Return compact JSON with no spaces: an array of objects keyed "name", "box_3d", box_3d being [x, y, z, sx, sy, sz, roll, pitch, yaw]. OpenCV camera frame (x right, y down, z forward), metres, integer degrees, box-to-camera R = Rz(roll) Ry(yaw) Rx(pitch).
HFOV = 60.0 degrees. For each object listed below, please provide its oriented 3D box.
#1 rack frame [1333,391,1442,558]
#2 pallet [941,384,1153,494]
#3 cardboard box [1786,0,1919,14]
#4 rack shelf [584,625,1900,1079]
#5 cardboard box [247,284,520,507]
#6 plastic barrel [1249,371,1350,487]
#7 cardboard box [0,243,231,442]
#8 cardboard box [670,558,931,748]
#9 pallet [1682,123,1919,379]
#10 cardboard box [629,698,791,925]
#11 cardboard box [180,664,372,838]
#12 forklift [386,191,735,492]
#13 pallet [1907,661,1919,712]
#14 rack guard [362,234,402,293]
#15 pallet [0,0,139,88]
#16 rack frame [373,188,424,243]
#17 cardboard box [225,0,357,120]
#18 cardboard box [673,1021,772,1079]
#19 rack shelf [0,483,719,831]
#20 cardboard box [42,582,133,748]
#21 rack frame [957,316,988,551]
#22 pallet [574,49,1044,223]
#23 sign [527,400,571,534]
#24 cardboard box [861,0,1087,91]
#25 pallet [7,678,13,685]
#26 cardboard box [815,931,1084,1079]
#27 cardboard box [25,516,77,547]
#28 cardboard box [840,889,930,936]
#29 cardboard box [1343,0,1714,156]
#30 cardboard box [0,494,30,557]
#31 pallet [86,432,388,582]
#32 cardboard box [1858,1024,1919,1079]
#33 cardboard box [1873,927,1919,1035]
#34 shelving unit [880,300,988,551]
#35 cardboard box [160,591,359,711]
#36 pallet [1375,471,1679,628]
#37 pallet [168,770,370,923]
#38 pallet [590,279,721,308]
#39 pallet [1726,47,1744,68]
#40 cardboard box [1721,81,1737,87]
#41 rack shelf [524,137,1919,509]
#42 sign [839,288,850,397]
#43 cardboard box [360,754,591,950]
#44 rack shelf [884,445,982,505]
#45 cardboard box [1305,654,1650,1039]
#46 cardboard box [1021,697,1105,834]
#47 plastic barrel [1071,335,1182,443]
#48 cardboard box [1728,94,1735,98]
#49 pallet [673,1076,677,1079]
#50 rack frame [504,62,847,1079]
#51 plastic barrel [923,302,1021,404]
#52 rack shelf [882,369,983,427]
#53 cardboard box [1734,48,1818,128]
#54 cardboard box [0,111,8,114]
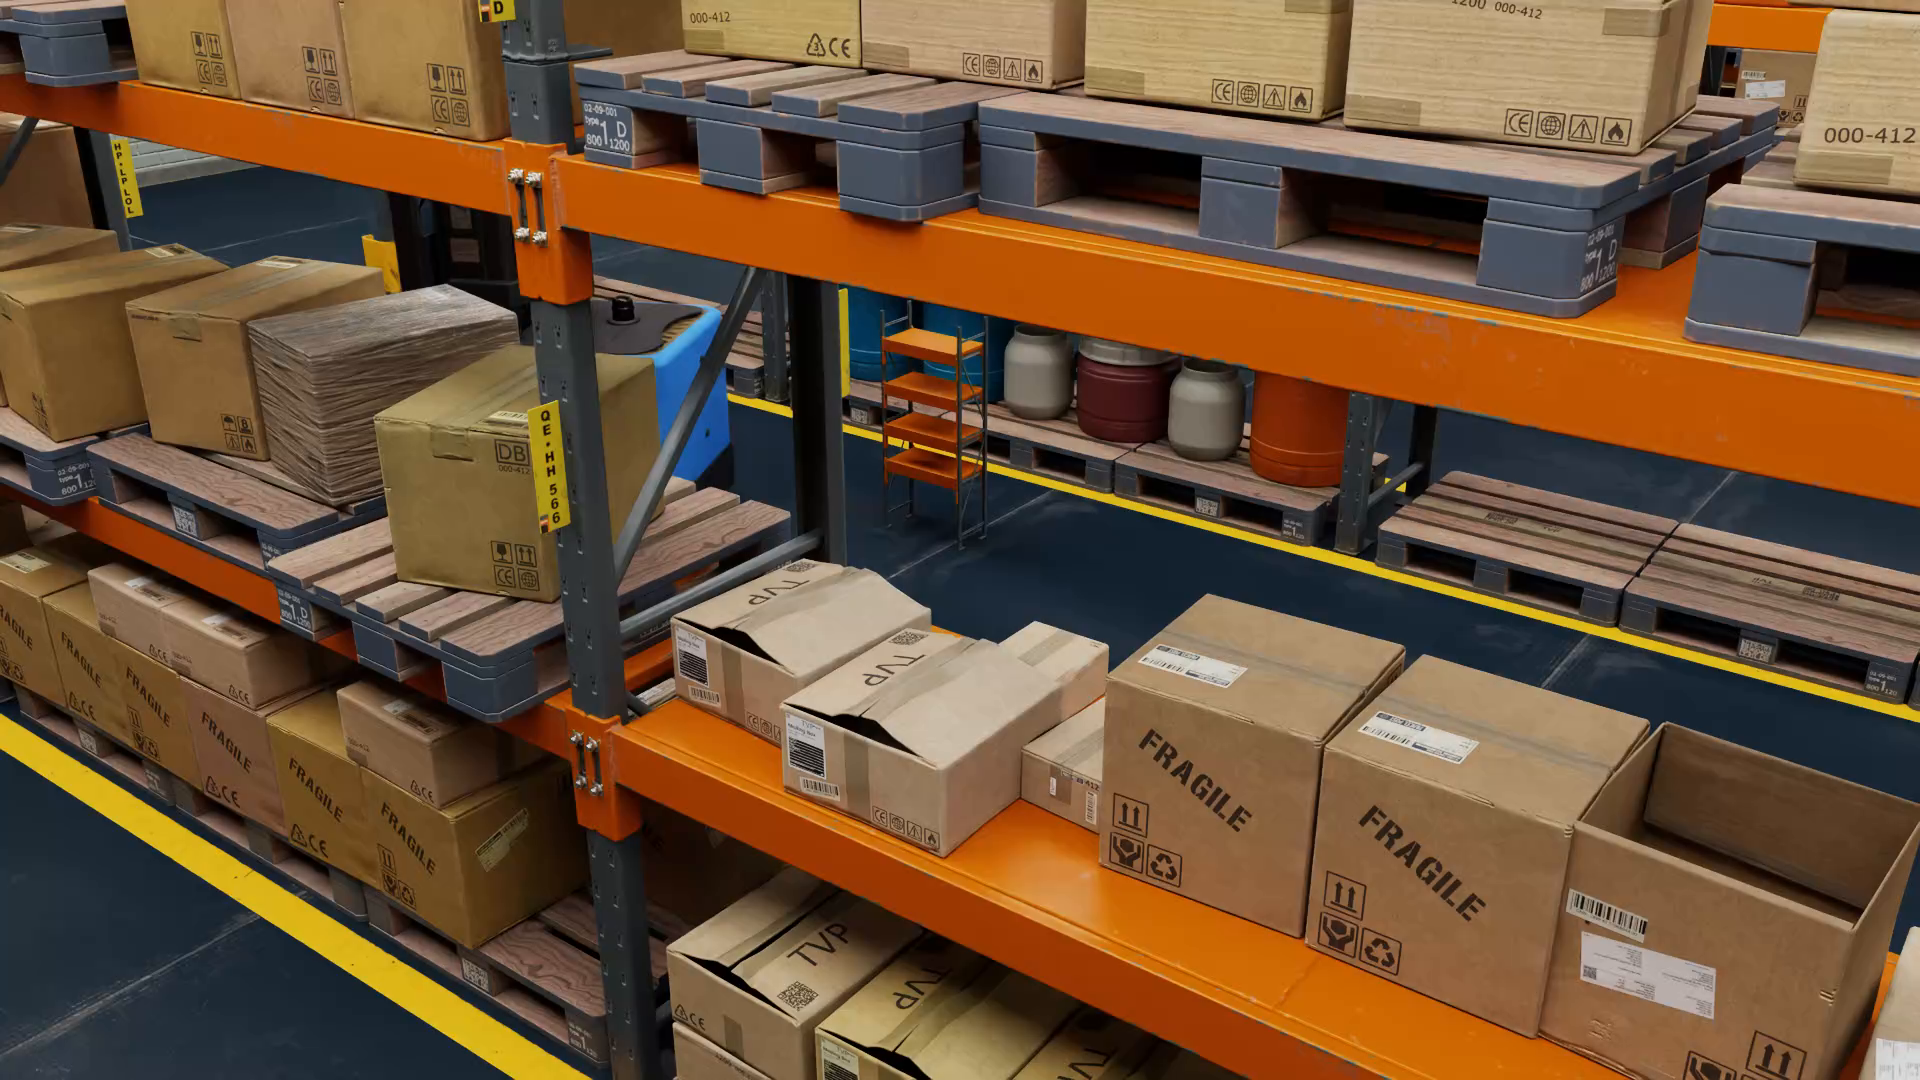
[{"name":"rack frame","box_3d":[2.283,-1.459,8.341,0.127,3.000,1.000,17,29,33]},{"name":"pallet","box_3d":[0.655,-0.655,9.975,1.213,0.211,1.003,17,29,33]},{"name":"cardboard box","box_3d":[1.570,-1.026,2.373,0.500,0.500,0.500,20,31,38]},{"name":"rack shelf","box_3d":[0.909,0.951,3.763,4.000,0.370,1.077,17,29,33]},{"name":"cardboard box","box_3d":[-1.880,-0.498,5.516,0.700,0.500,0.500,-20,31,-38]},{"name":"plastic barrel","box_3d":[1.881,-0.771,8.950,0.708,0.830,0.600,17,29,33]},{"name":"cardboard box","box_3d":[-3.058,-0.734,6.052,0.700,0.500,0.500,-21,31,-39]},{"name":"cardboard box","box_3d":[-0.426,0.281,4.502,0.500,0.311,0.500,19,30,36]},{"name":"pallet","box_3d":[1.796,-0.389,2.429,1.217,0.209,0.805,16,28,31]},{"name":"cardboard box","box_3d":[-0.884,0.879,5.590,0.500,0.500,0.500,18,30,35]},{"name":"cardboard box","box_3d":[-2.418,0.680,6.040,0.500,0.500,0.500,16,28,31]},{"name":"forklift","box_3d":[-2.829,-1.542,8.614,3.031,2.935,1.130,4,24,10]},{"name":"pallet","box_3d":[4.832,0.607,7.110,1.213,0.211,1.003,17,29,33]},{"name":"rack guard","box_3d":[-4.146,-2.251,13.239,0.348,0.500,1.175,17,29,33]},{"name":"pallet","box_3d":[-2.580,-1.685,5.368,1.003,0.211,1.213,17,29,33]},{"name":"rack frame","box_3d":[-4.119,-3.393,12.732,0.127,3.000,1.000,17,29,33]},{"name":"cardboard box","box_3d":[-1.468,-1.498,4.586,0.500,0.500,0.910,17,29,33]},{"name":"cardboard box","box_3d":[-0.448,1.426,4.683,0.500,0.250,0.500,17,29,33]},{"name":"rack shelf","box_3d":[-2.291,-0.016,5.959,4.000,0.370,1.077,17,29,33]},{"name":"cardboard box","box_3d":[-3.217,0.435,6.598,0.500,0.500,0.500,17,29,34]},{"name":"rack frame","box_3d":[0.063,-0.530,8.465,0.015,1.200,0.240,17,29,33]},{"name":"pallet","box_3d":[-0.094,-1.013,3.842,1.003,0.211,1.213,18,30,36]},{"name":"sign","box_3d":[-1.009,-0.178,4.096,0.005,0.325,0.100,17,29,33]},{"name":"cardboard box","box_3d":[0.136,-1.145,3.574,0.500,0.250,0.500,18,29,35]},{"name":"pallet","box_3d":[-4.441,0.281,7.851,1.213,0.211,1.003,17,29,33]},{"name":"cardboard box","box_3d":[-0.023,1.294,4.288,0.500,0.311,0.500,16,28,32]},{"name":"cardboard box","box_3d":[-4.098,0.029,7.753,0.500,0.311,0.500,17,29,33]},{"name":"cardboard box","box_3d":[-0.124,0.995,4.965,0.500,0.311,0.500,18,29,35]},{"name":"cardboard box","box_3d":[1.017,-0.873,2.955,0.500,0.250,0.500,14,27,29]},{"name":"cardboard box","box_3d":[-4.518,0.067,7.431,0.500,0.500,0.500,17,29,33]},{"name":"pallet","box_3d":[-2.250,-0.243,5.818,1.213,0.211,1.003,17,29,33]},{"name":"cardboard box","box_3d":[1.696,1.014,2.896,0.258,0.266,0.396,16,28,32]},{"name":"cardboard box","box_3d":[1.923,0.940,3.207,0.250,0.149,0.380,17,29,33]},{"name":"shelving unit","box_3d":[-0.132,-0.589,8.599,0.503,1.200,0.258,17,29,33]},{"name":"cardboard box","box_3d":[-2.449,0.329,5.908,0.500,0.250,0.500,16,29,32]},{"name":"pallet","box_3d":[2.879,0.017,8.450,1.213,0.211,1.003,17,29,33]},{"name":"pallet","box_3d":[-2.238,0.927,6.385,1.213,0.211,1.003,17,29,33]},{"name":"pallet","box_3d":[-2.510,-1.610,12.143,1.213,0.211,1.003,17,29,33]},{"name":"pallet","box_3d":[7.675,-4.683,15.896,1.003,0.211,1.213,17,29,33]},{"name":"cardboard box","box_3d":[9.983,-5.885,20.501,0.875,0.875,0.875,17,29,34]},{"name":"rack shelf","box_3d":[0.909,-0.421,3.158,4.000,0.370,1.077,17,29,33]},{"name":"sign","box_3d":[-0.361,-0.571,4.891,0.005,0.325,0.100,17,29,33]},{"name":"cardboard box","box_3d":[-1.580,0.930,5.472,0.500,0.500,0.500,18,30,35]},{"name":"rack shelf","box_3d":[-0.132,-0.346,8.706,0.480,0.148,0.258,17,29,33]},{"name":"cardboard box","box_3d":[1.083,0.620,3.498,0.500,0.500,0.500,17,29,33]},{"name":"cardboard box","box_3d":[0.363,0.544,4.108,0.250,0.149,0.380,19,30,37]},{"name":"plastic barrel","box_3d":[0.977,-0.933,9.618,0.708,0.588,0.600,17,29,33]},{"name":"cardboard box","box_3d":[7.604,-4.105,15.996,0.500,0.250,0.500,16,28,32]},{"name":"pallet","box_3d":[-0.056,1.626,4.798,1.213,0.211,1.003,17,29,33]},{"name":"rack frame","box_3d":[-0.691,0.138,4.716,0.127,3.000,1.000,17,29,33]},{"name":"plastic barrel","box_3d":[0.074,-1.350,10.175,0.708,0.901,0.600,17,29,33]},{"name":"rack shelf","box_3d":[-0.132,-0.732,8.536,0.480,0.148,0.258,17,29,33]},{"name":"cardboard box","box_3d":[5.709,-3.177,11.596,0.500,0.500,0.500,13,27,27]},{"name":"cardboard box","box_3d":[-4.513,-1.662,7.437,0.500,0.500,0.500,16,28,32]}]
